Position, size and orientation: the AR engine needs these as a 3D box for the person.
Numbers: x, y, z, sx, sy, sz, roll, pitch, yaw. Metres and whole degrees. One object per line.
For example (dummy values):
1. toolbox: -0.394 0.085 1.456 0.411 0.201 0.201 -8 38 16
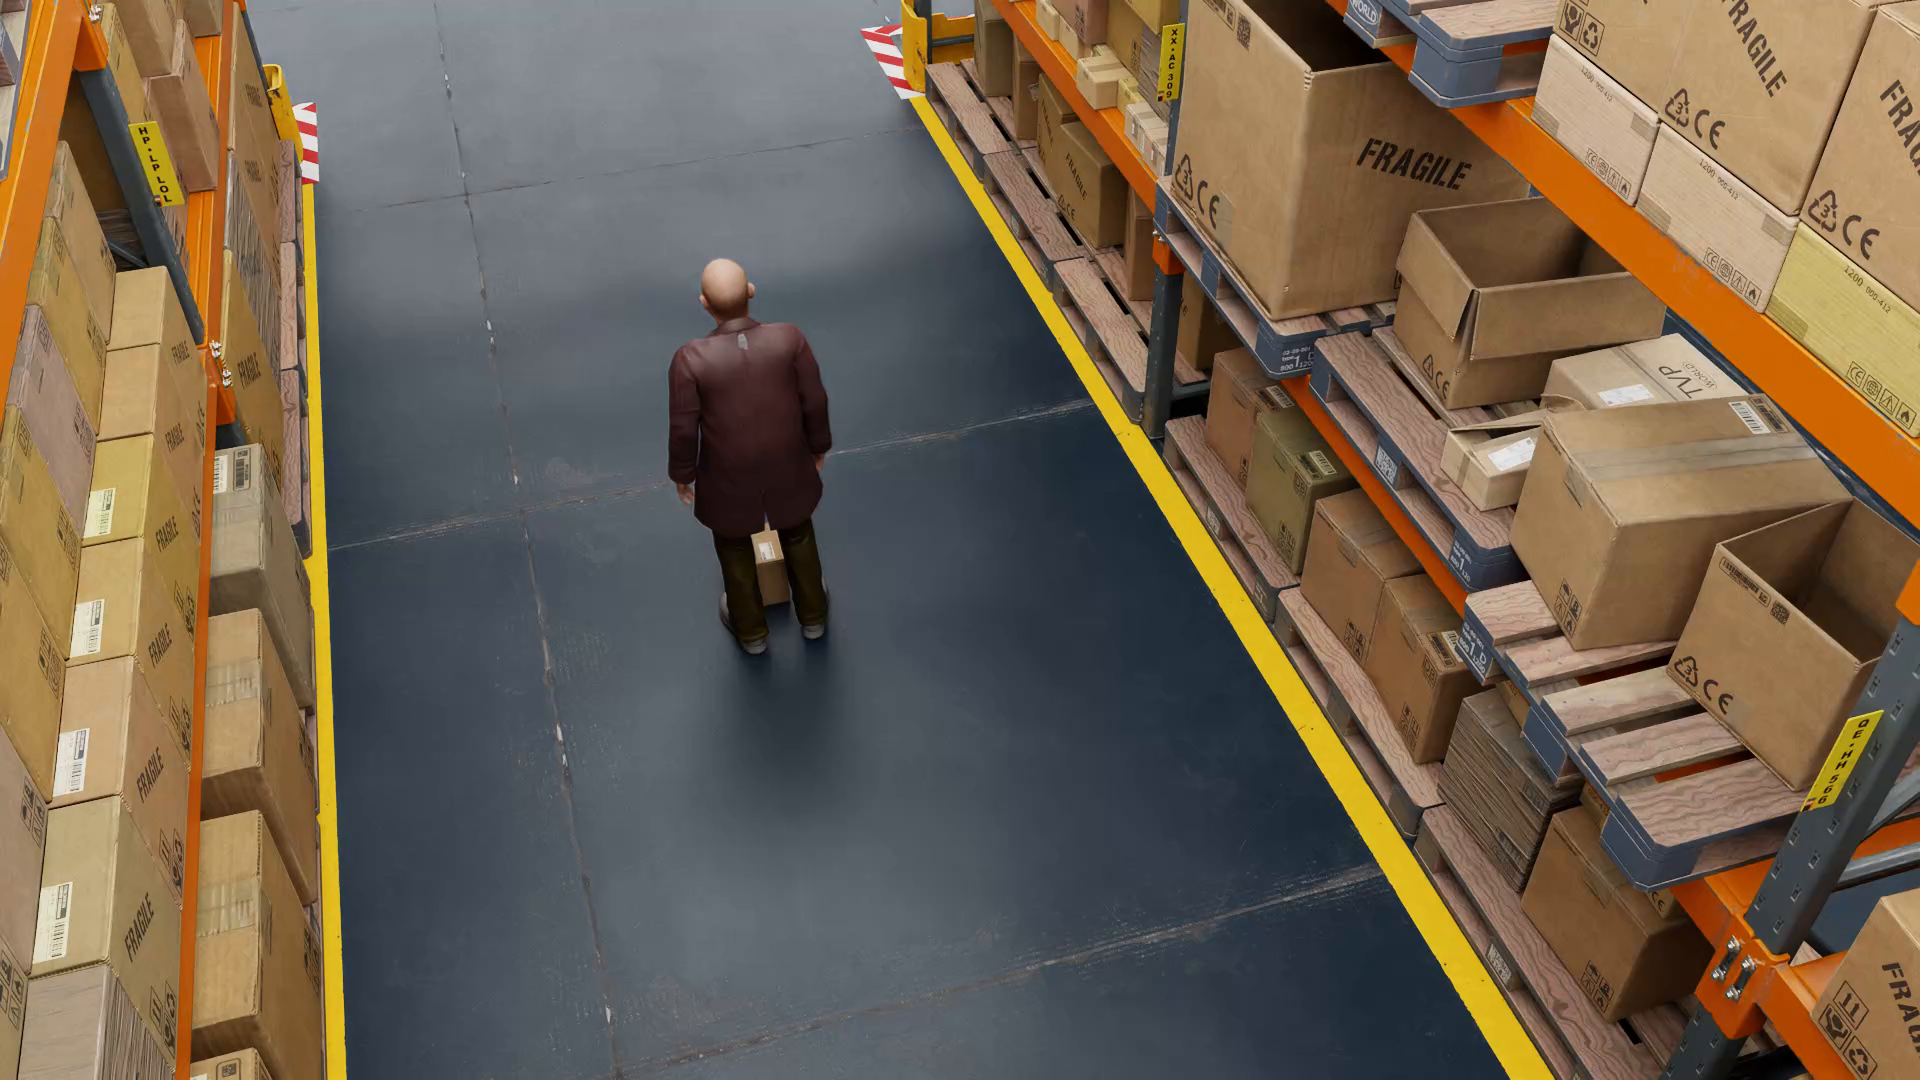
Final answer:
1. person: -0.812 -0.298 6.506 0.654 1.774 0.415 -13 43 -14
